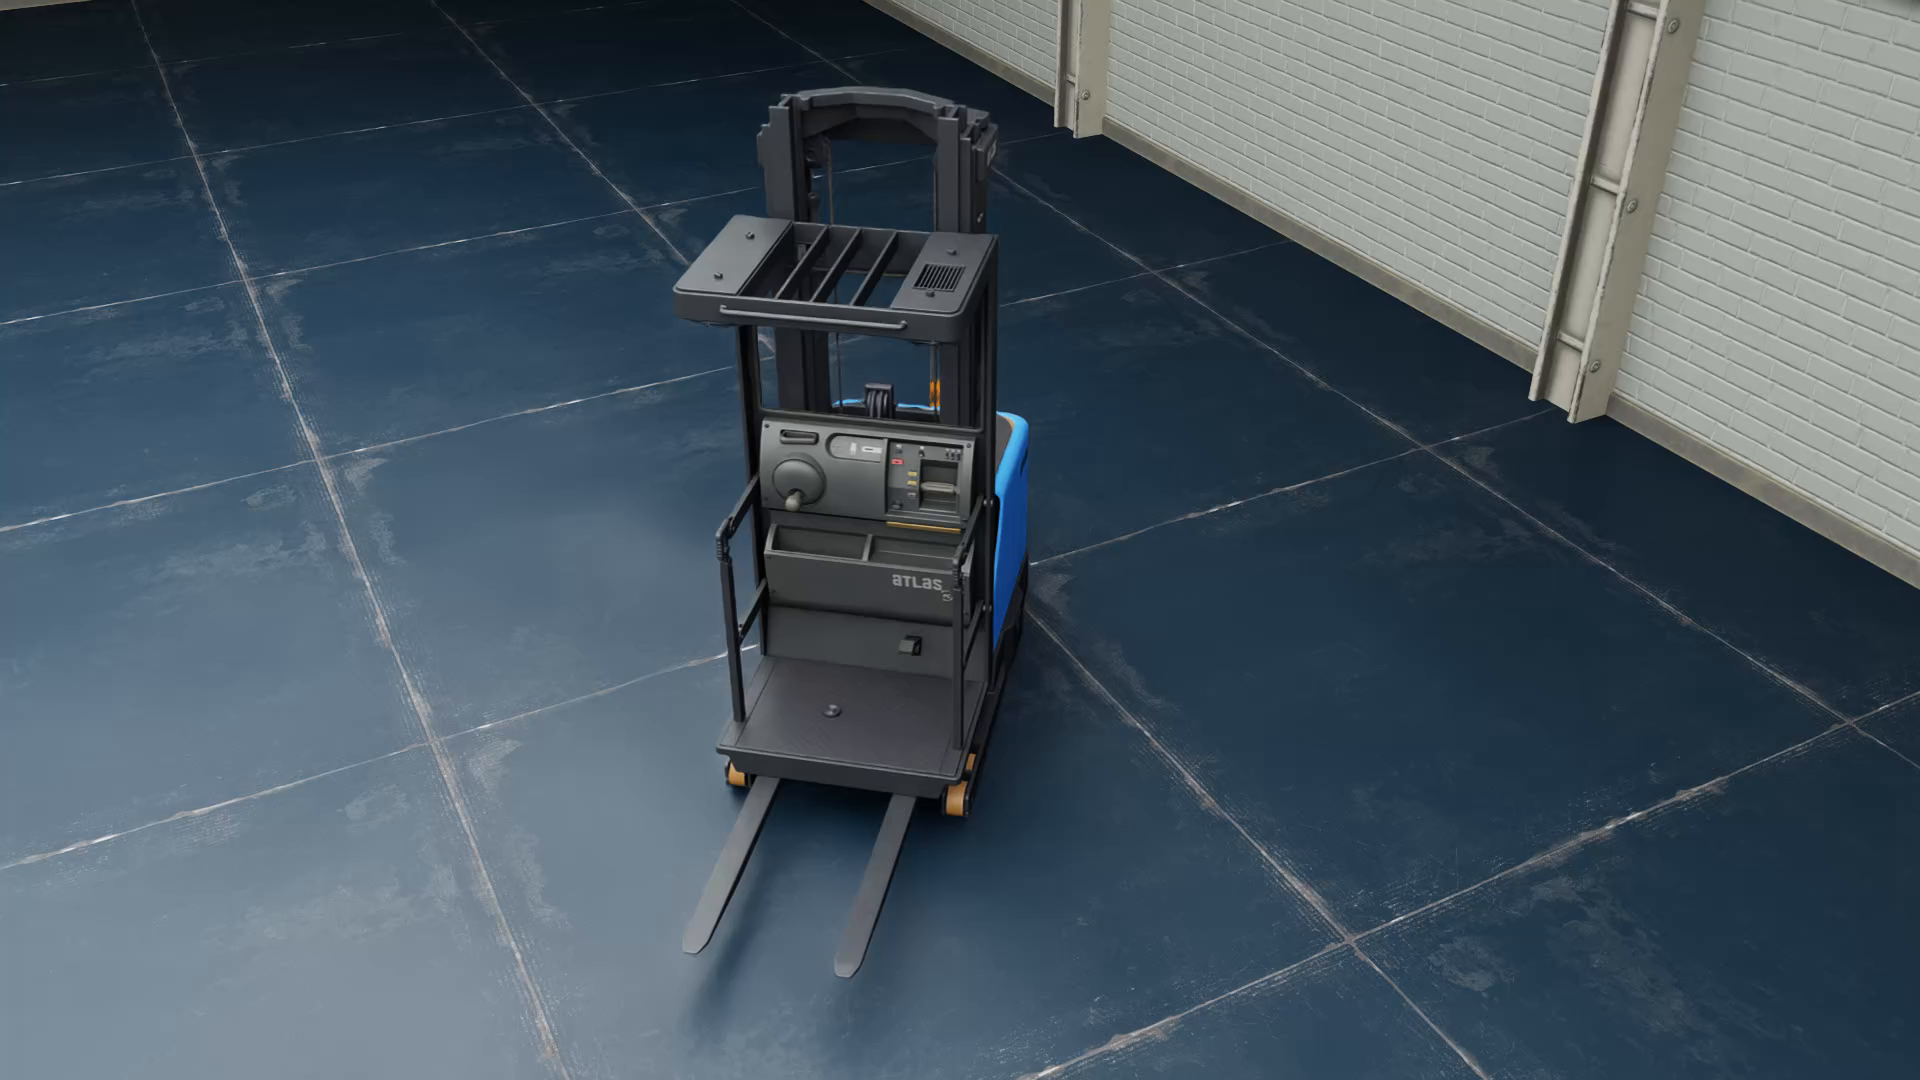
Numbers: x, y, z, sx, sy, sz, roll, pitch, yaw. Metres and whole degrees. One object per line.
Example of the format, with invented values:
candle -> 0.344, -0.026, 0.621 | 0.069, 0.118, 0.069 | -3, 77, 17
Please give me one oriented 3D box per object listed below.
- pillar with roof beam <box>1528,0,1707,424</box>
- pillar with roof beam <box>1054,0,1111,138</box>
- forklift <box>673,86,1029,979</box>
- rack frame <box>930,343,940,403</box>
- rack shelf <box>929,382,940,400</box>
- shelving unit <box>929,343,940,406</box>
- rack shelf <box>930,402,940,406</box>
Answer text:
pillar with roof beam -> 0.071, -3.566, 6.494 | 9.100, 9.000, 0.400 | -16, 36, -23
pillar with roof beam -> -2.726, -6.430, 10.963 | 9.100, 9.000, 0.400 | -16, 36, -23
forklift -> -0.440, -0.229, 6.909 | 1.130, 2.935, 3.031 | 6, 33, 10
rack frame -> -0.049, -0.556, 9.024 | 0.240, 1.200, 0.006 | -16, 36, -23
rack shelf -> -0.007, -0.778, 8.786 | 0.258, 0.103, 0.180 | -16, 36, -23
shelving unit -> -0.007, -0.512, 8.956 | 0.258, 1.200, 0.189 | -16, 36, -23
rack shelf -> -0.007, -0.677, 8.850 | 0.258, 0.103, 0.180 | -16, 36, -23
